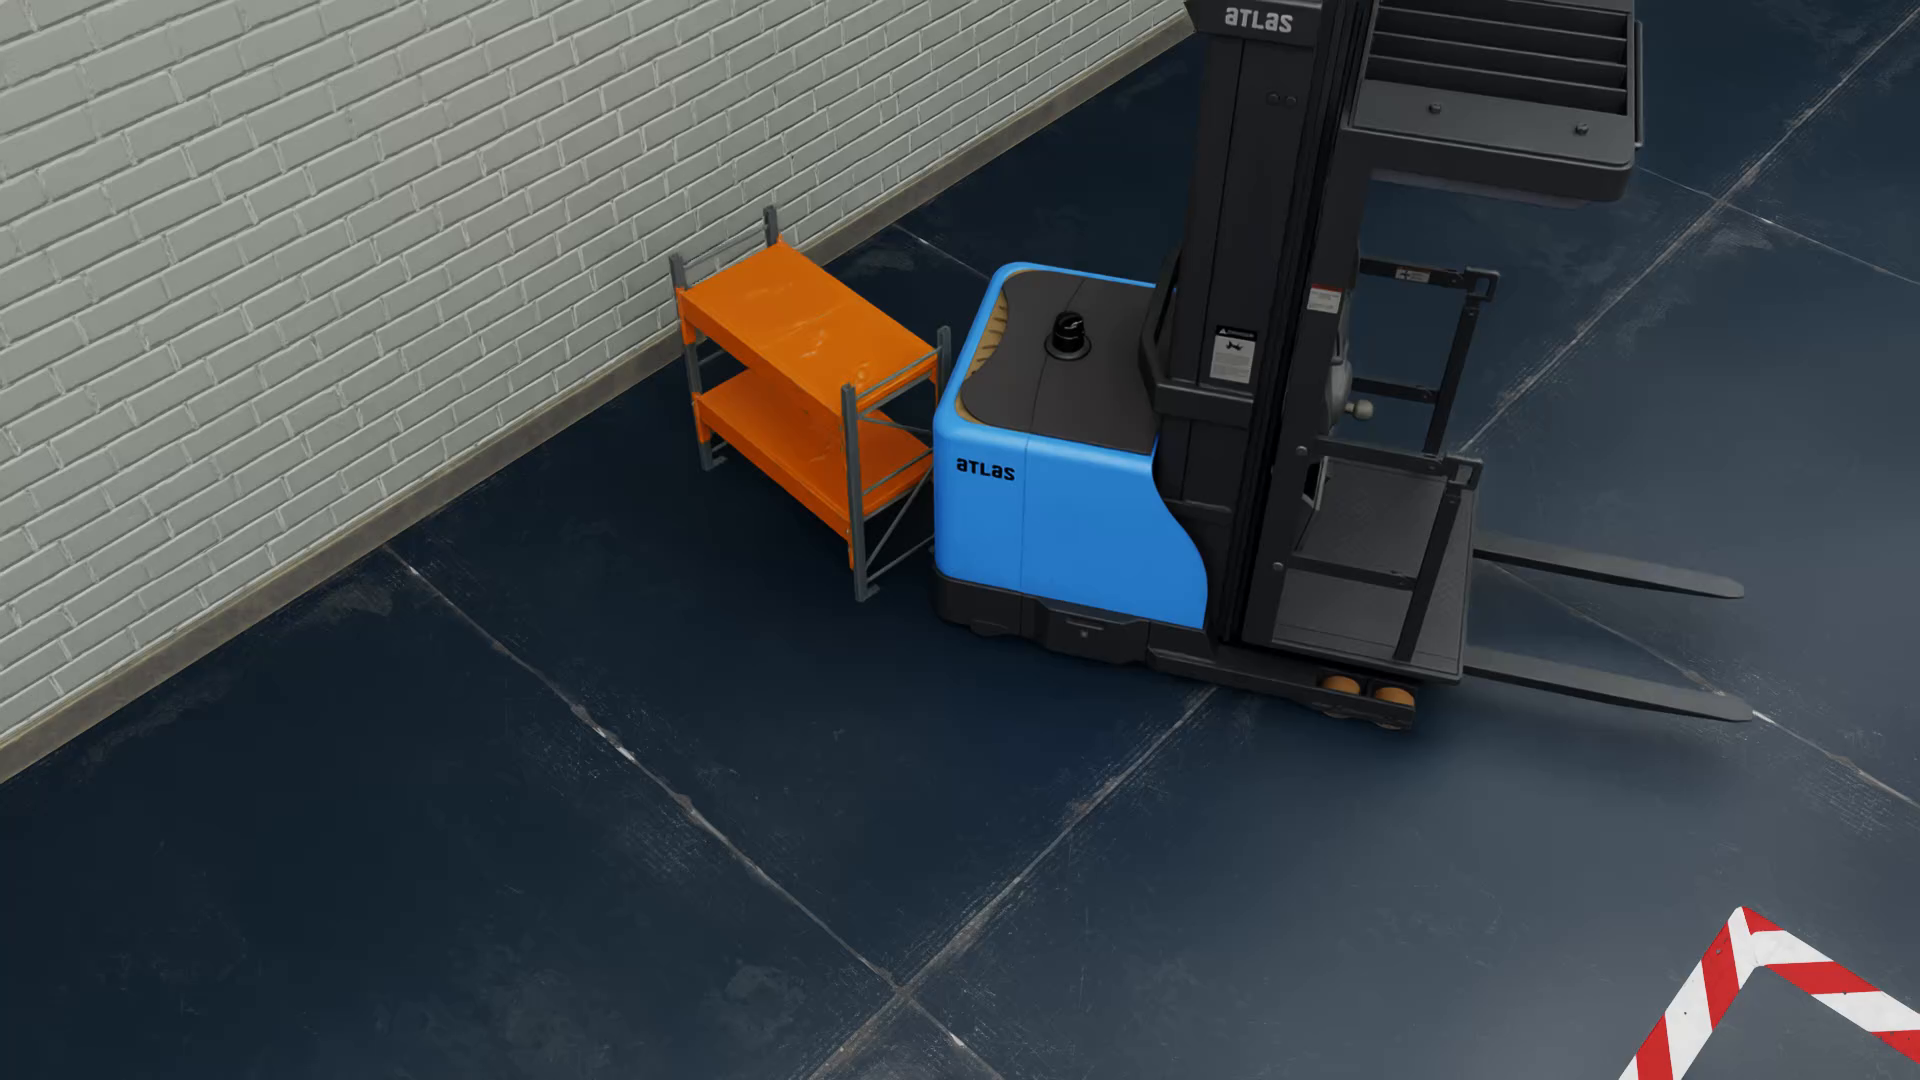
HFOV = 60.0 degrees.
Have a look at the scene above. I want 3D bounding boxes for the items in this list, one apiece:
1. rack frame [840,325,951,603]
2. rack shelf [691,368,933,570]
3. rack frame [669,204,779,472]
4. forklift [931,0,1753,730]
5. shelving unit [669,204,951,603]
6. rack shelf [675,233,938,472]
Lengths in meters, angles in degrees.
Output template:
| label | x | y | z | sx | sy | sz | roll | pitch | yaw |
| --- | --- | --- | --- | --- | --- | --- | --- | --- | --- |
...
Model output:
| label | x | y | z | sx | sy | sz | roll | pitch | yaw |
| --- | --- | --- | --- | --- | --- | --- | --- | --- | --- |
| rack frame | -0.225 | -0.265 | 6.336 | 0.500 | 1.125 | 0.032 | -34 | 55 | -28 |
| rack shelf | -0.571 | -0.370 | 6.770 | 0.538 | 0.278 | 1.000 | -34 | 55 | -28 |
| rack frame | -0.916 | -0.809 | 6.847 | 0.500 | 1.125 | 0.032 | -34 | 55 | -28 |
| forklift | 1.465 | -0.732 | 5.536 | 3.031 | 2.935 | 1.130 | 11 | 48 | 10 |
| shelving unit | -0.571 | -0.537 | 6.591 | 0.538 | 1.125 | 1.048 | -34 | 55 | -28 |
| rack shelf | -0.571 | -0.738 | 6.378 | 0.538 | 0.278 | 1.000 | -34 | 55 | -28 |
